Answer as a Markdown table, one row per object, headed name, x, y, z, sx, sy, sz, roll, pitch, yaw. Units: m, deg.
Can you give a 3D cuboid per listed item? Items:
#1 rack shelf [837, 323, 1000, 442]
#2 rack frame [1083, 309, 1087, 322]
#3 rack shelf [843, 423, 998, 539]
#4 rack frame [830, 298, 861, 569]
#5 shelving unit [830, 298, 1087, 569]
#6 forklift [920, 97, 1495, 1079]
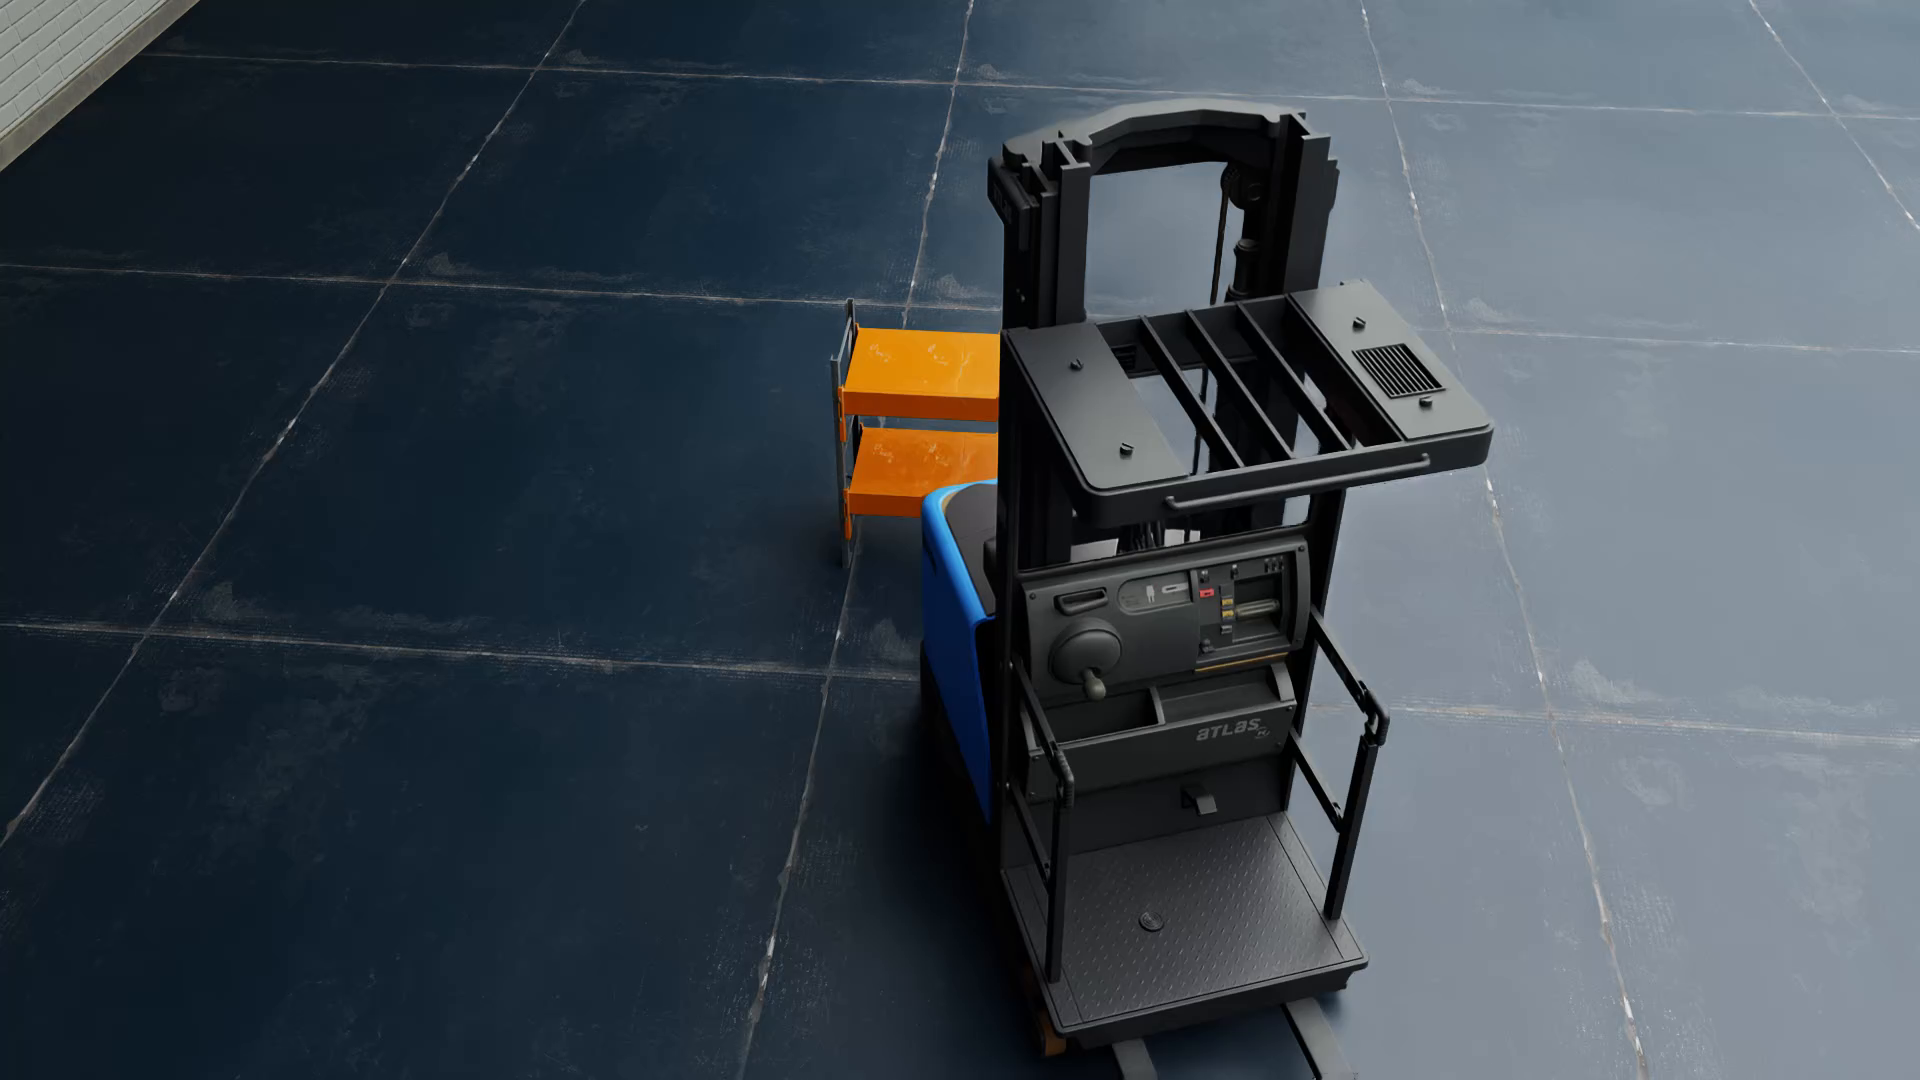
| name | x | y | z | sx | sy | sz | roll | pitch | yaw |
| --- | --- | --- | --- | --- | --- | --- | --- | --- | --- |
| rack shelf | 0.007 | -0.663 | 7.210 | 1.000 | 0.278 | 0.538 | 3 | 39 | 4 |
| rack frame | 0.513 | -0.408 | 7.360 | 0.032 | 1.125 | 0.500 | 3 | 39 | 4 |
| rack shelf | 0.007 | -0.246 | 7.549 | 1.000 | 0.278 | 0.538 | 3 | 39 | 4 |
| rack frame | -0.500 | -0.464 | 7.428 | 0.032 | 1.125 | 0.500 | 3 | 39 | 4 |
| shelving unit | 0.007 | -0.436 | 7.394 | 1.048 | 1.125 | 0.538 | 3 | 39 | 4 |
| forklift | 0.710 | 0.325 | 5.029 | 1.130 | 2.935 | 3.031 | -10 | 40 | -12 |
